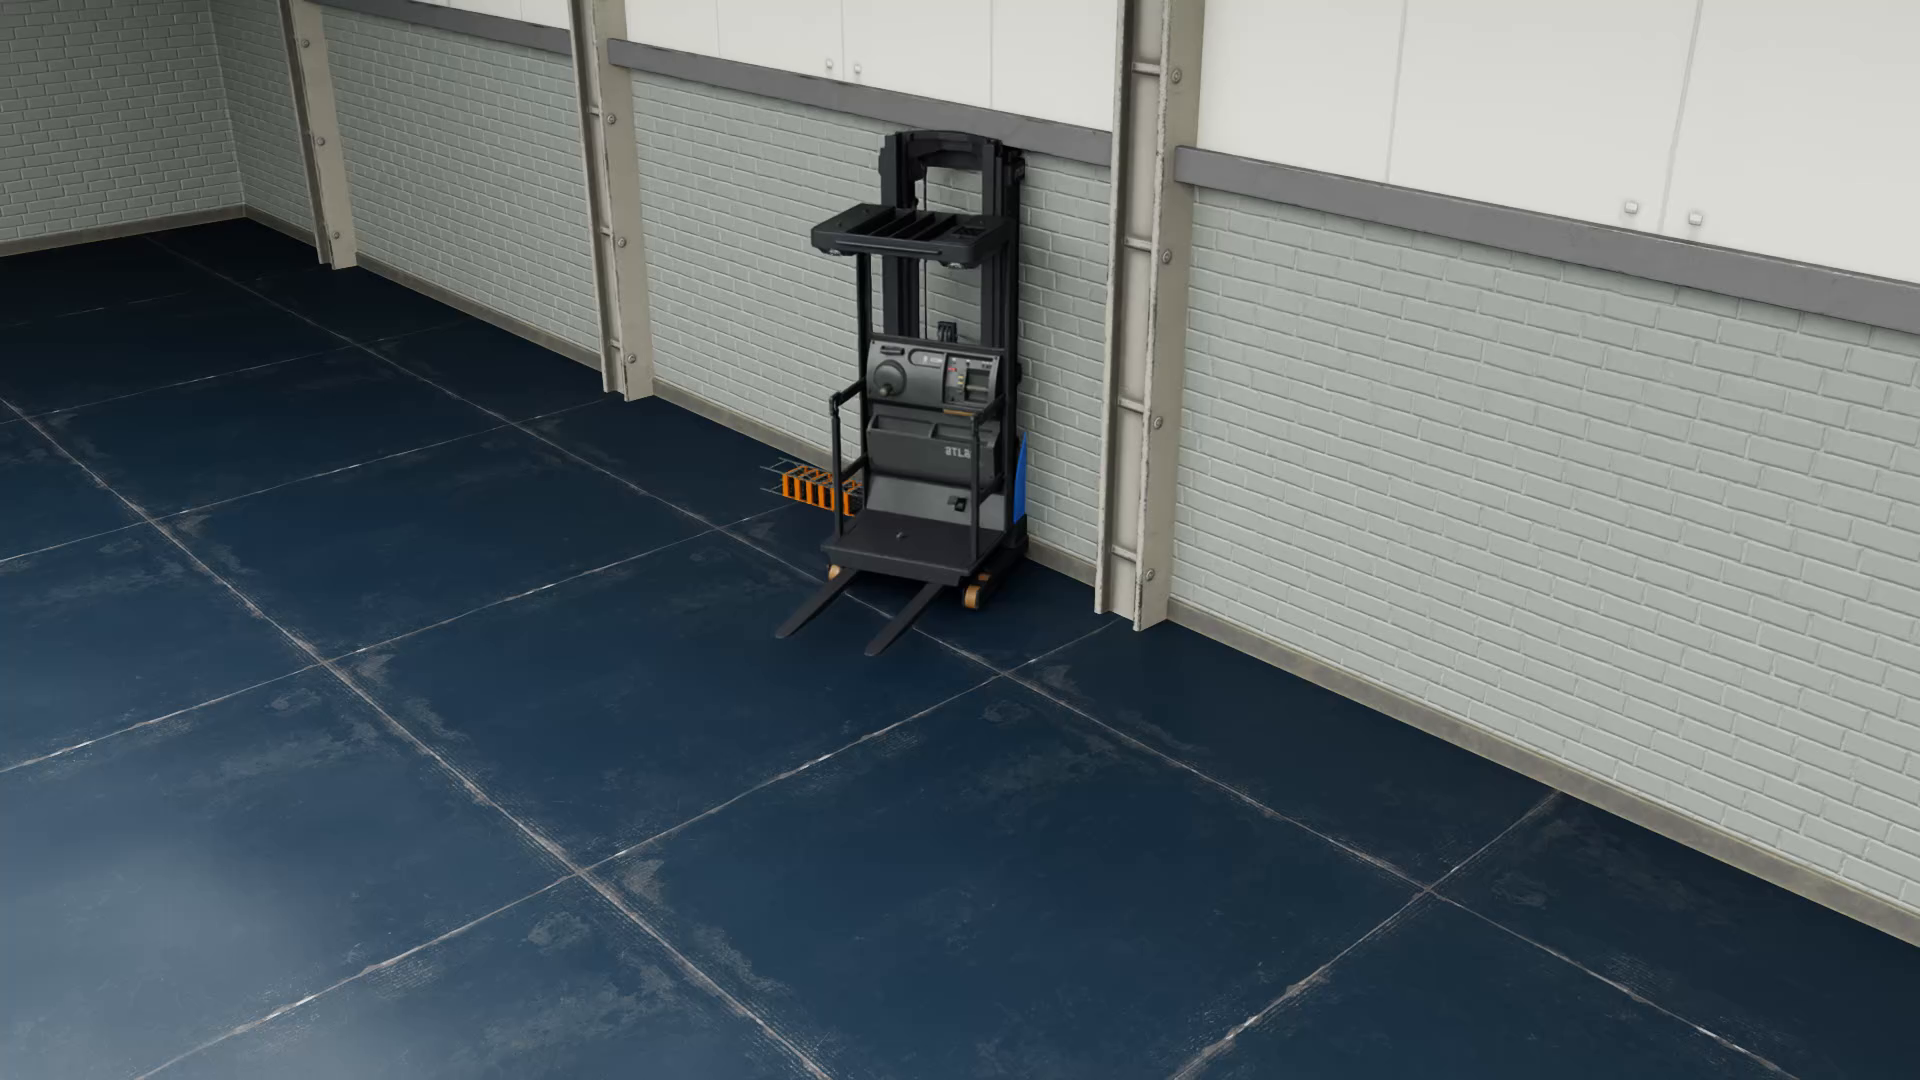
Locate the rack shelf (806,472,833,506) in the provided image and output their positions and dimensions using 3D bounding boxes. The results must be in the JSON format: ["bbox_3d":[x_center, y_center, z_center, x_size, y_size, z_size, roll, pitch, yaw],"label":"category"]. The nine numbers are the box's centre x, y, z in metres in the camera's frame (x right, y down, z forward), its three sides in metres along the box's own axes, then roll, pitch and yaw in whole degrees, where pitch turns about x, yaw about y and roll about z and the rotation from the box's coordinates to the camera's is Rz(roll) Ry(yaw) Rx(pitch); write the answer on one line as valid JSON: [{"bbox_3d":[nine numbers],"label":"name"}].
[{"bbox_3d":[-1.057,-0.394,12.677,0.103,0.180,0.258,17,29,32],"label":"rack shelf"}]

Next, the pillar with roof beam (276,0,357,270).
[{"bbox_3d":[-10.211,-6.019,14.398,9.100,9.000,0.400,-21,32,-38],"label":"pillar with roof beam"}]

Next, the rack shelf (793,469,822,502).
[{"bbox_3d":[-1.154,-0.423,12.741,0.103,0.180,0.258,17,29,32],"label":"rack shelf"}]

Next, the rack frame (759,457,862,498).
[{"bbox_3d":[-0.996,-0.459,12.598,1.200,0.006,0.240,17,29,32],"label":"rack frame"}]

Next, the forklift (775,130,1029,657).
[{"bbox_3d":[-0.260,-1.068,10.857,1.130,2.935,3.031,10,26,20],"label":"forklift"}]

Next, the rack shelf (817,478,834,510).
[{"bbox_3d":[-0.960,-0.364,12.612,0.103,0.180,0.258,17,29,32],"label":"rack shelf"}]

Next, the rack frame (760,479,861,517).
[{"bbox_3d":[-0.996,-0.292,12.674,1.200,0.006,0.240,17,29,32],"label":"rack frame"}]

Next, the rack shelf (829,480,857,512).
[{"bbox_3d":[-0.863,-0.335,12.548,0.103,0.180,0.258,17,29,32],"label":"rack shelf"}]

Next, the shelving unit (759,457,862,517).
[{"bbox_3d":[-0.996,-0.375,12.636,1.200,0.189,0.258,17,29,32],"label":"shelving unit"}]

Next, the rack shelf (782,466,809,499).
[{"bbox_3d":[-1.251,-0.453,12.805,0.103,0.180,0.258,17,29,32],"label":"rack shelf"}]

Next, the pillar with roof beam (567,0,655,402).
[{"bbox_3d":[-6.110,-4.201,10.414,9.100,9.000,0.400,-21,32,-38],"label":"pillar with roof beam"}]

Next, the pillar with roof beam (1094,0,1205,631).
[{"bbox_3d":[-2.009,-2.383,6.429,9.100,9.000,0.400,-21,32,-38],"label":"pillar with roof beam"}]

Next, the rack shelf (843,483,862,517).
[{"bbox_3d":[-0.766,-0.306,12.483,0.103,0.180,0.258,17,29,32],"label":"rack shelf"}]
